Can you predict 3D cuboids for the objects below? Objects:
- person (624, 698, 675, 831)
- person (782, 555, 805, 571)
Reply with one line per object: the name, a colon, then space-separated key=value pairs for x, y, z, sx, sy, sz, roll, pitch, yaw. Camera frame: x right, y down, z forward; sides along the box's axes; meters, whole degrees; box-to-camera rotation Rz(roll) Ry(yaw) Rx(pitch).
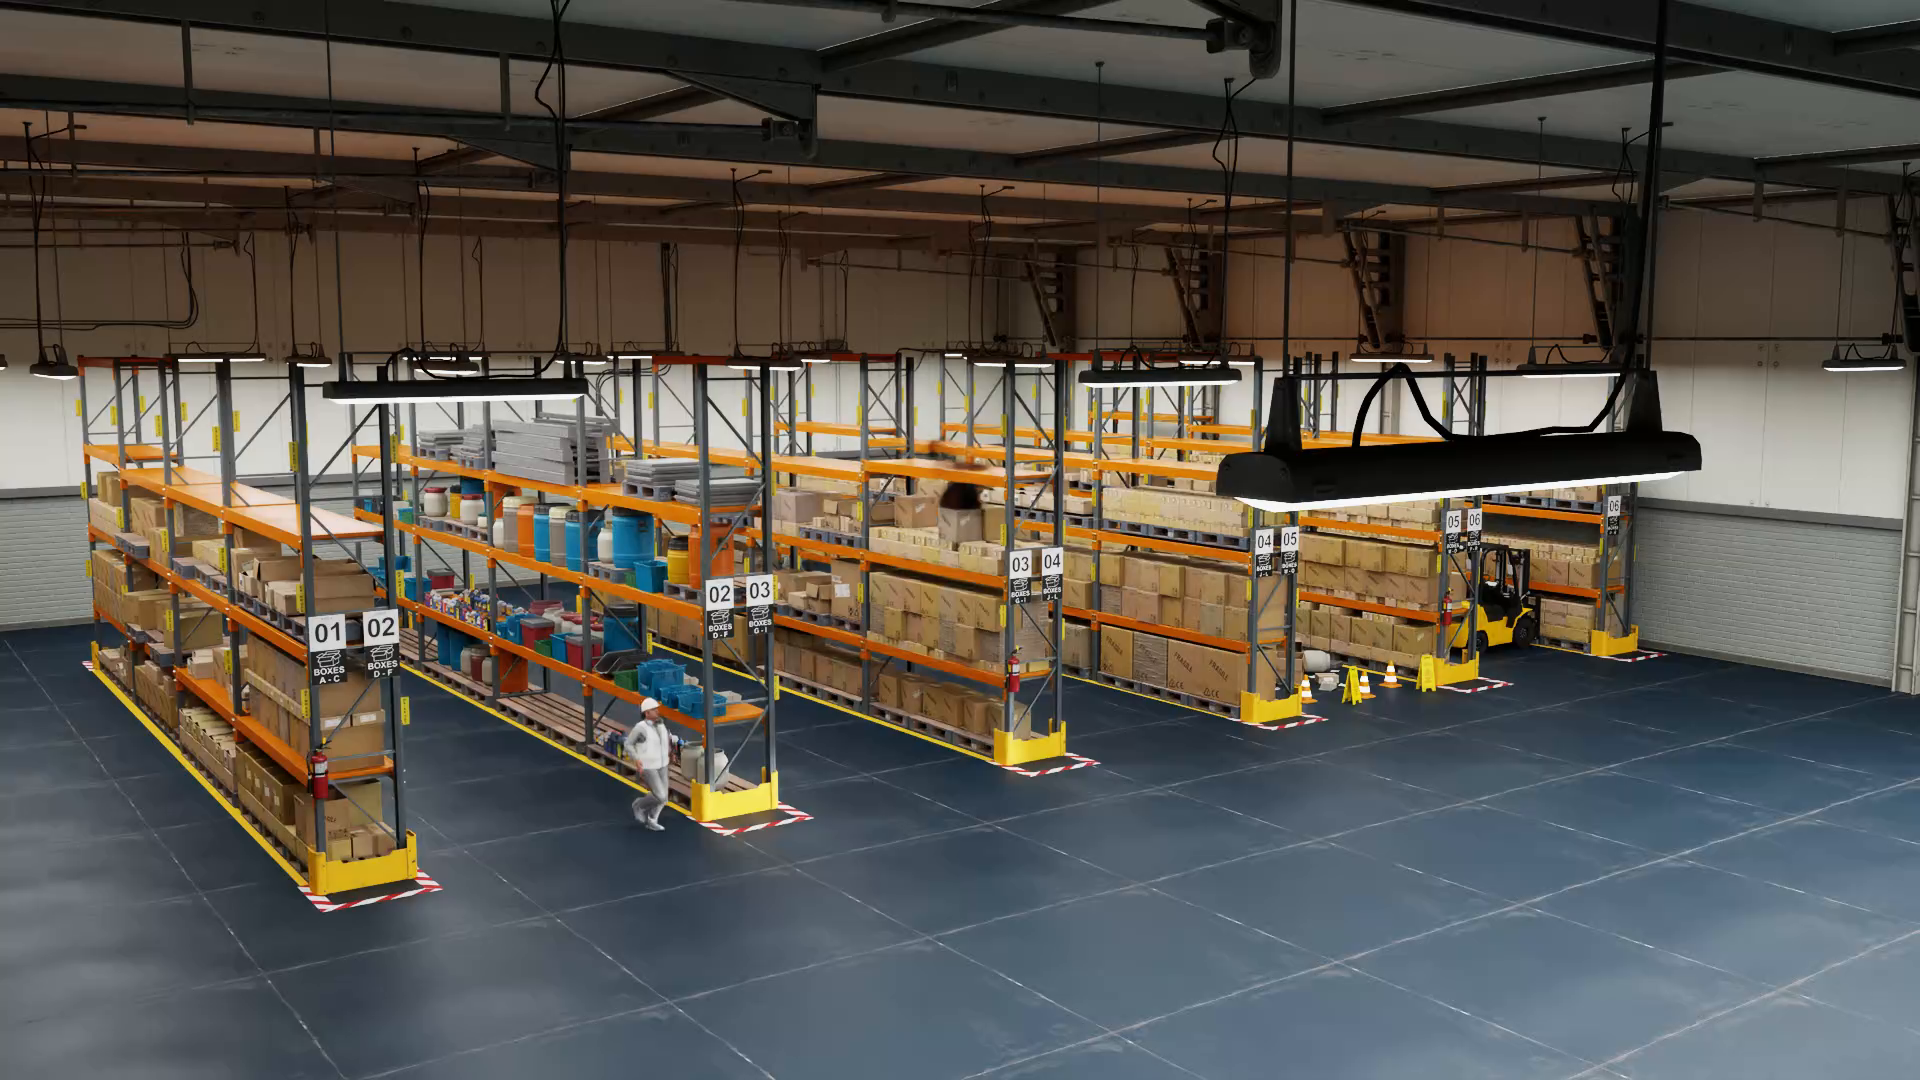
person: x=-3.928 y=2.893 z=21.364 sx=0.574 sy=1.728 sz=0.657 roll=5 pitch=8 yaw=34
person: x=-4.212 y=0.390 z=42.307 sx=0.719 sy=1.712 sz=0.577 roll=-5 pitch=9 yaw=-35
